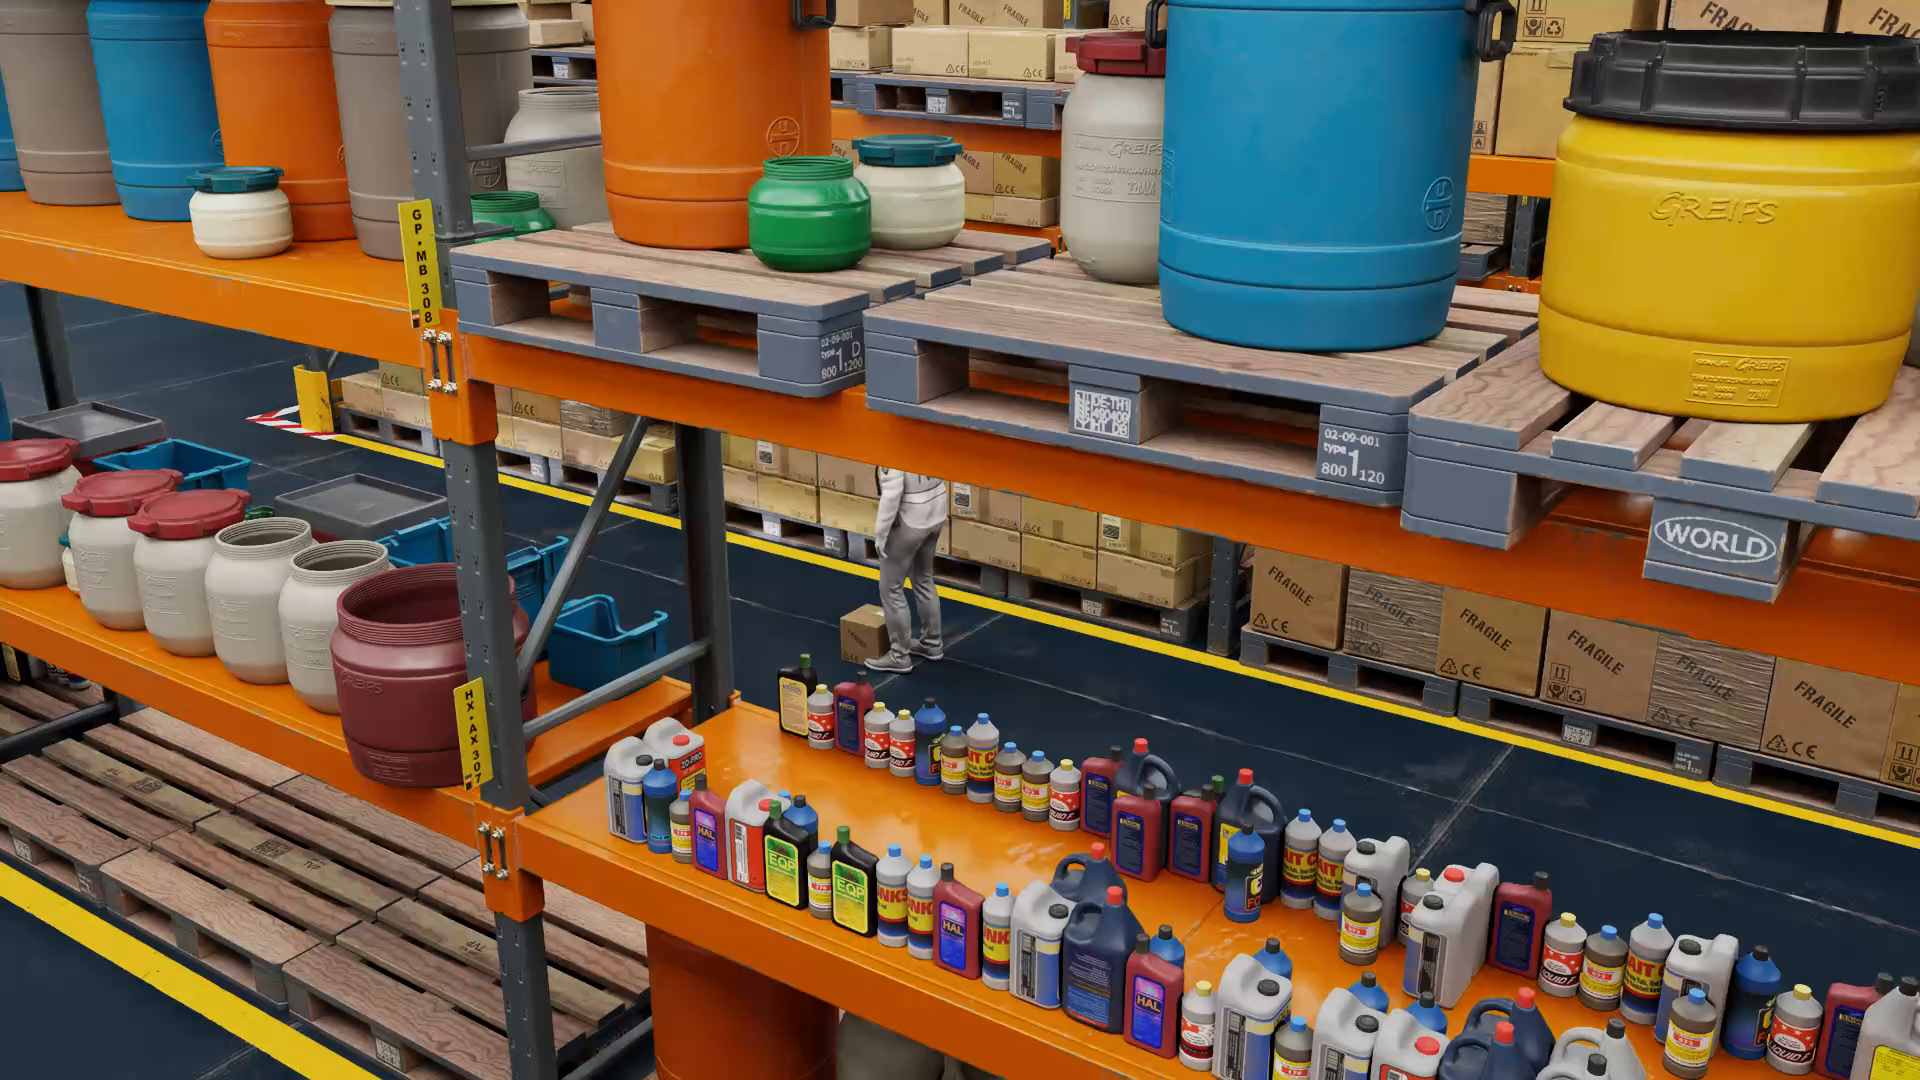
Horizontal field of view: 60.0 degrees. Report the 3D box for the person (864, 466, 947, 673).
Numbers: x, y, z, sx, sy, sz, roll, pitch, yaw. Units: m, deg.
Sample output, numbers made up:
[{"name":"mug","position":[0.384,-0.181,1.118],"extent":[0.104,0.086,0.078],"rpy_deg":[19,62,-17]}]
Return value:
[{"name":"person","position":[-0.295,-0.091,8.819],"extent":[0.418,1.662,0.532],"rpy_deg":[12,23,29]}]
